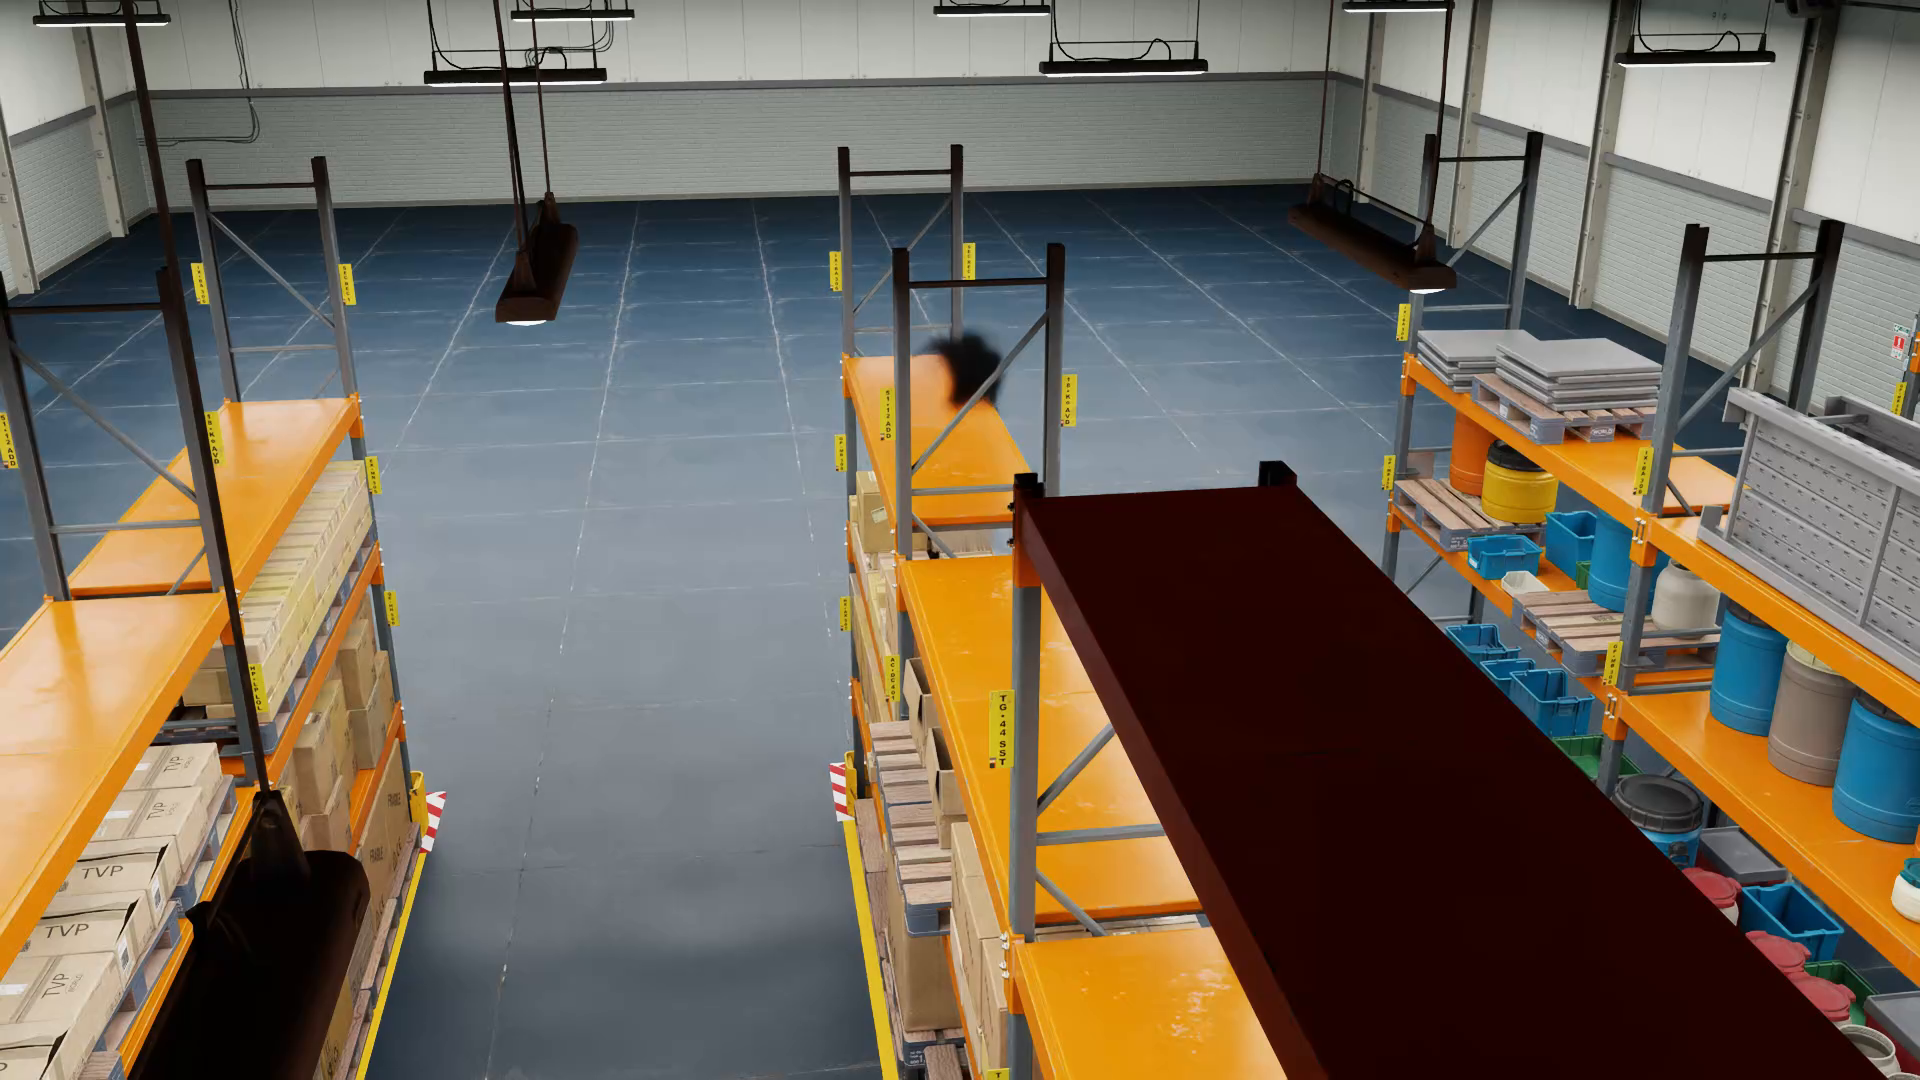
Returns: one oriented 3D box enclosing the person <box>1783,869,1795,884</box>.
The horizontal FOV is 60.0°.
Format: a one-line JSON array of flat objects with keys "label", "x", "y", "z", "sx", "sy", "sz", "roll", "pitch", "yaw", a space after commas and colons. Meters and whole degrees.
[{"label": "person", "x": 6.724, "y": 2.332, "z": 13.482, "sx": 0.586, "sy": 1.732, "sz": 0.709, "roll": -4, "pitch": 22, "yaw": -9}]
